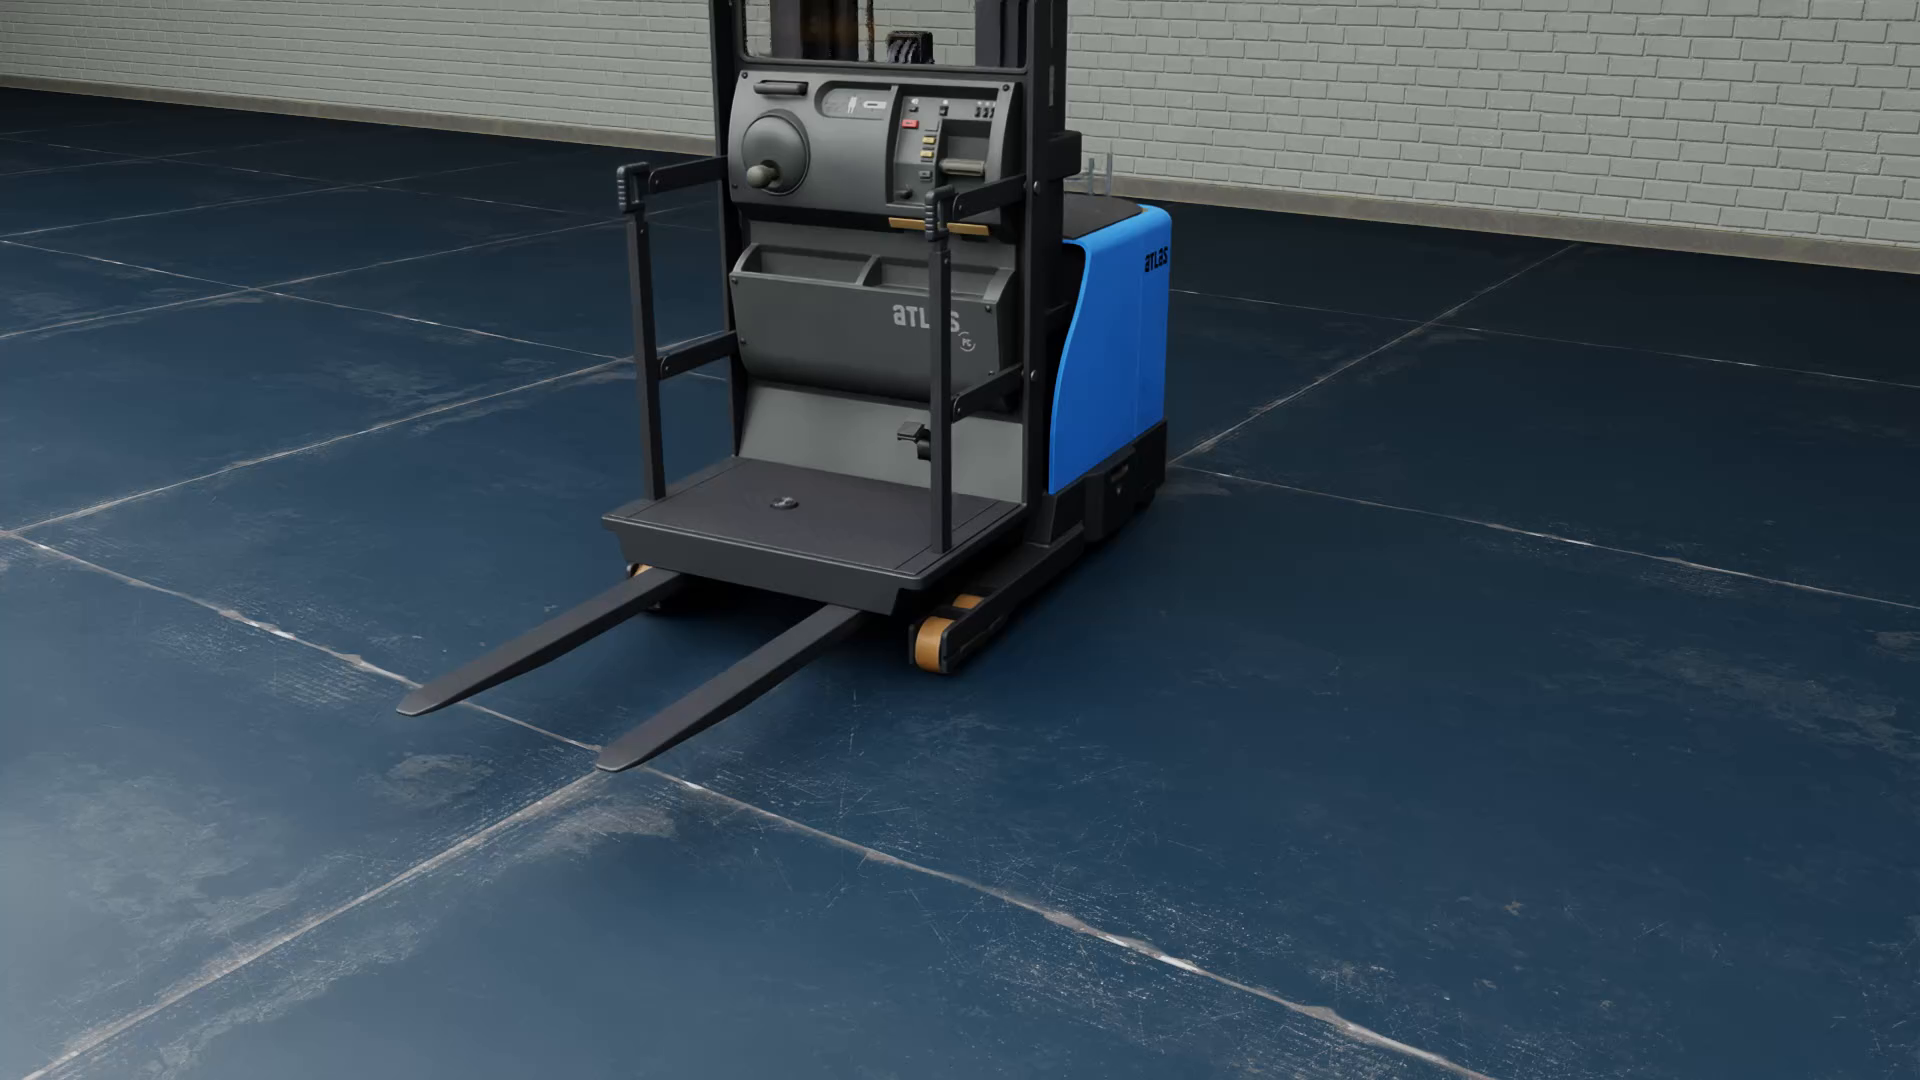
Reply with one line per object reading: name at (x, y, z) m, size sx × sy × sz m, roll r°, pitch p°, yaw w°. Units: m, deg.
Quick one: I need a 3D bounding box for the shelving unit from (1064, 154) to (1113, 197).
shelving unit at (0.409, -0.860, 6.349) m, size 0.258 × 1.200 × 0.189 m, roll 10°, pitch 20°, yaw 24°

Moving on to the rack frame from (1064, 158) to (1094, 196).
rack frame at (0.368, -0.835, 6.271) m, size 0.240 × 1.200 × 0.006 m, roll 10°, pitch 20°, yaw 24°

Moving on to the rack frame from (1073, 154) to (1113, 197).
rack frame at (0.449, -0.885, 6.428) m, size 0.240 × 1.200 × 0.006 m, roll 10°, pitch 20°, yaw 24°

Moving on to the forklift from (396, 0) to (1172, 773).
forklift at (-0.369, -1.167, 4.695) m, size 1.130 × 2.935 × 3.031 m, roll 10°, pitch 23°, yaw 26°
